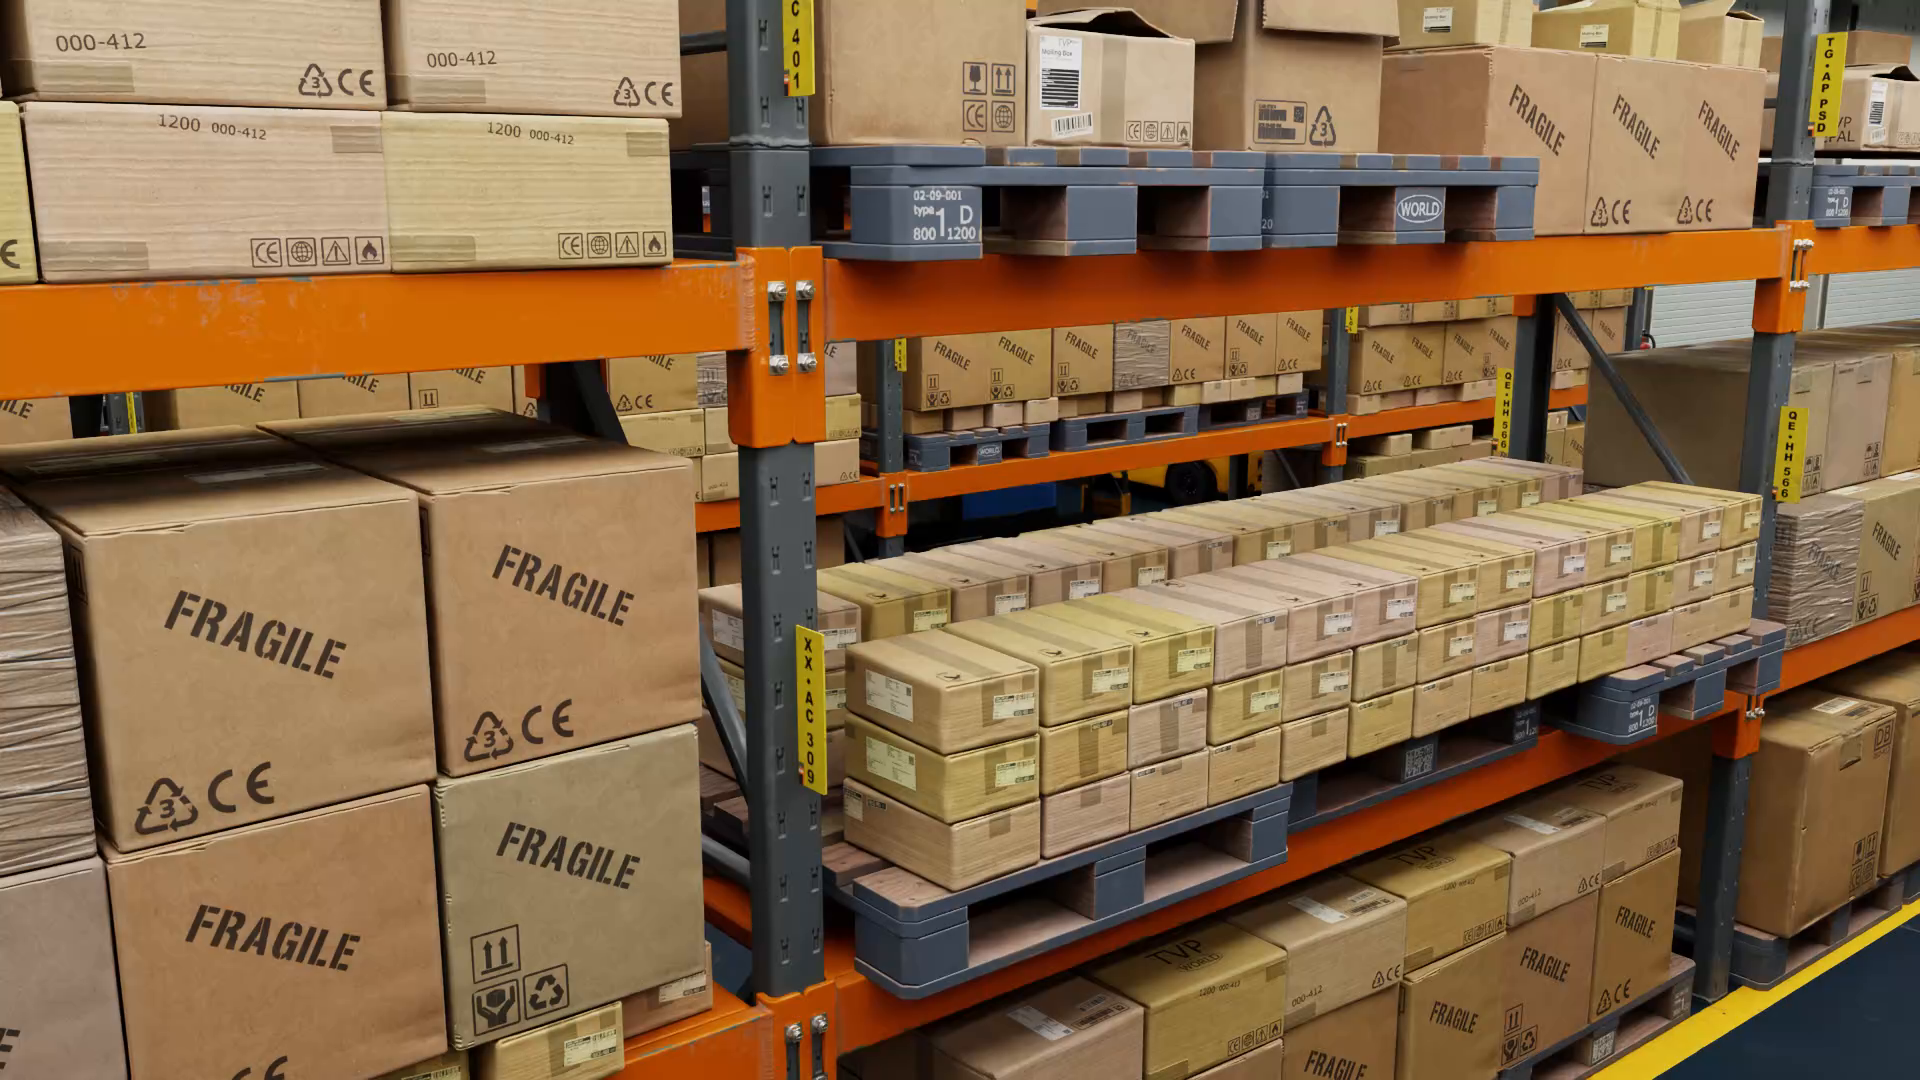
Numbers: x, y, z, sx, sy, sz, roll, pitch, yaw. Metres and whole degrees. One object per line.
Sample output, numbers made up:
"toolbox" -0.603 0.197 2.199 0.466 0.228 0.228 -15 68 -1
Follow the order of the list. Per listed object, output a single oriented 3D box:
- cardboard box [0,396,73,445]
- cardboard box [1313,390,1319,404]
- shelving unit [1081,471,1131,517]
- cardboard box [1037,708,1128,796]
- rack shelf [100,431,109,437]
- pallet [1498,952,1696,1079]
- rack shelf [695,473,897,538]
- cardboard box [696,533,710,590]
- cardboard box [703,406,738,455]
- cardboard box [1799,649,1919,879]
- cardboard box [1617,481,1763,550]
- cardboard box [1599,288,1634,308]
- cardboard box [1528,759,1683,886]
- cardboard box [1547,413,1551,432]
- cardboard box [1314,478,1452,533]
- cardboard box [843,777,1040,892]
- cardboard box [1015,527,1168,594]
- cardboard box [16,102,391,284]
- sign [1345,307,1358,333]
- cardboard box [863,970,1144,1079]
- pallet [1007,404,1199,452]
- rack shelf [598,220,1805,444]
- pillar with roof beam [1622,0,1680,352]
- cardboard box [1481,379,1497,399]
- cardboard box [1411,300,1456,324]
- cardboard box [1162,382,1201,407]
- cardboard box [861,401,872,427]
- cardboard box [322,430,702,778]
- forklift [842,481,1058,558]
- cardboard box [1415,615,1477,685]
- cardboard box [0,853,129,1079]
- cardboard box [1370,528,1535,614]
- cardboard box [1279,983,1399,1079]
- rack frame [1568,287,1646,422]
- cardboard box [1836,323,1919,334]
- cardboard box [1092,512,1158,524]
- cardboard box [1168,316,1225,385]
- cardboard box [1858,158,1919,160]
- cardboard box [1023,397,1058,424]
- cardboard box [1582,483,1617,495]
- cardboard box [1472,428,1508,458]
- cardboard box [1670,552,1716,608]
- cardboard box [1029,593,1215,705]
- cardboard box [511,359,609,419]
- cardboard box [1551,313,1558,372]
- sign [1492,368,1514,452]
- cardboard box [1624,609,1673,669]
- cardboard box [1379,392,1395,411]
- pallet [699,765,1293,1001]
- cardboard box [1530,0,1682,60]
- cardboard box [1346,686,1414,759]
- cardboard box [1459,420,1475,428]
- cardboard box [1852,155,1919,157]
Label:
"cardboard box" -4.005 -0.552 6.861 0.500 0.500 0.500 -10 15 -38
"cardboard box" 2.689 -1.160 12.976 0.250 0.149 0.380 -9 15 -36
"shelving unit" 0.934 -0.888 14.698 1.083 1.500 0.587 -9 15 -37
"cardboard box" 0.158 0.431 3.756 0.250 0.149 0.380 -10 15 -39
"rack shelf" -5.351 -0.833 12.561 4.000 0.370 1.077 -9 15 -38
"pallet" 1.875 1.615 6.013 1.213 0.211 1.003 -9 15 -38
"rack shelf" -2.247 -0.028 8.771 4.000 0.370 1.077 -9 15 -38
"cardboard box" -1.976 0.386 9.195 0.875 0.875 0.875 -9 15 -37
"cardboard box" -1.303 -0.639 9.076 0.500 0.250 0.500 -10 16 -39
"cardboard box" 3.698 0.867 7.230 0.750 0.750 1.050 -9 15 -37
"cardboard box" 2.389 -0.085 5.471 0.250 0.149 0.380 -10 16 -40
"cardboard box" 5.299 -2.259 14.183 0.500 0.500 0.700 -10 16 -39
"cardboard box" 2.115 0.932 5.720 0.500 0.250 0.500 -10 15 -39
"cardboard box" 4.656 -0.985 13.789 0.250 0.149 0.380 -9 15 -37
"cardboard box" 1.394 -0.094 5.512 0.250 0.149 0.380 -10 16 -40
"cardboard box" -0.043 0.610 3.627 0.250 0.149 0.380 -10 16 -40
"cardboard box" 0.365 0.078 4.700 0.250 0.149 0.380 -10 16 -39
"cardboard box" -1.249 -0.554 2.657 0.500 0.250 0.500 -9 15 -38
"sign" 2.787 -1.635 11.821 0.005 0.325 0.100 -9 15 -38
"cardboard box" 0.104 1.267 4.143 0.500 0.250 0.500 -10 16 -40
"pallet" 0.835 -0.809 11.180 1.213 0.211 1.003 -9 15 -38
"rack shelf" 0.924 -0.706 4.741 4.000 0.370 1.077 -9 15 -38
"pillar with roof beam" 13.410 -6.331 22.281 0.400 9.000 9.100 -9 15 -38
"cardboard box" 4.068 -1.226 13.287 0.250 0.149 0.380 -10 15 -38
"cardboard box" 3.329 -1.927 12.617 0.500 0.500 0.700 -9 15 -37
"cardboard box" 1.403 -0.999 11.208 0.250 0.149 0.380 -9 15 -38
"cardboard box" -0.577 -0.803 10.281 0.250 0.149 0.380 -9 15 -36
"cardboard box" -0.836 0.091 3.116 0.500 0.500 0.500 -10 16 -40
"forklift" -0.645 -1.314 13.259 3.031 2.935 1.130 -9 15 -37
"cardboard box" 1.177 0.261 4.554 0.250 0.149 0.380 -10 15 -39
"cardboard box" -1.634 0.715 2.583 0.500 0.500 0.500 -10 15 -38
"cardboard box" 1.378 0.082 4.682 0.250 0.149 0.380 -9 15 -35
"cardboard box" 0.918 1.495 4.875 0.500 0.500 0.500 -9 15 -37
"rack frame" 5.561 -1.678 14.808 0.127 3.000 1.000 -9 15 -38
"cardboard box" 4.430 -0.709 7.597 0.500 0.500 0.700 -9 15 -37
"cardboard box" 1.471 0.084 11.828 0.625 0.372 0.950 -8 15 -34
"cardboard box" 1.427 -1.331 11.206 0.500 0.500 0.500 -9 15 -36
"cardboard box" 4.352 -1.828 7.647 0.250 0.149 0.380 -9 15 -38
"cardboard box" 0.396 -0.826 10.389 0.250 0.149 0.380 -9 15 -37
"cardboard box" 2.670 -0.001 6.670 0.500 0.500 0.500 -9 15 -38
"cardboard box" 4.295 -0.626 13.658 0.500 0.500 0.500 -10 15 -39
"cardboard box" 2.177 0.095 5.337 0.250 0.149 0.380 -9 15 -36
"cardboard box" 0.373 0.249 3.895 0.250 0.149 0.380 -9 15 -37
"cardboard box" -2.113 -0.872 8.367 0.500 0.500 0.500 -10 15 -39
"cardboard box" 4.523 -1.628 13.619 0.500 0.500 0.500 -10 15 -38
"sign" 2.136 -0.506 6.501 0.005 0.325 0.100 -9 15 -38
"cardboard box" 1.992 0.272 5.222 0.250 0.149 0.380 -9 15 -37
"cardboard box" 3.049 -1.066 12.531 0.250 0.149 0.380 -9 15 -36
"pallet" 0.050 0.688 4.131 1.213 0.211 1.003 -9 15 -38
"cardboard box" 1.941 -1.577 5.028 0.258 0.266 0.396 -9 15 -38
"cardboard box" 0.974 0.440 4.429 0.250 0.149 0.380 -10 15 -39
"cardboard box" 4.335 -0.773 14.352 0.500 0.500 0.500 -10 16 -40
"cardboard box" 3.981 -1.718 6.738 0.500 0.311 0.500 -10 15 -39
